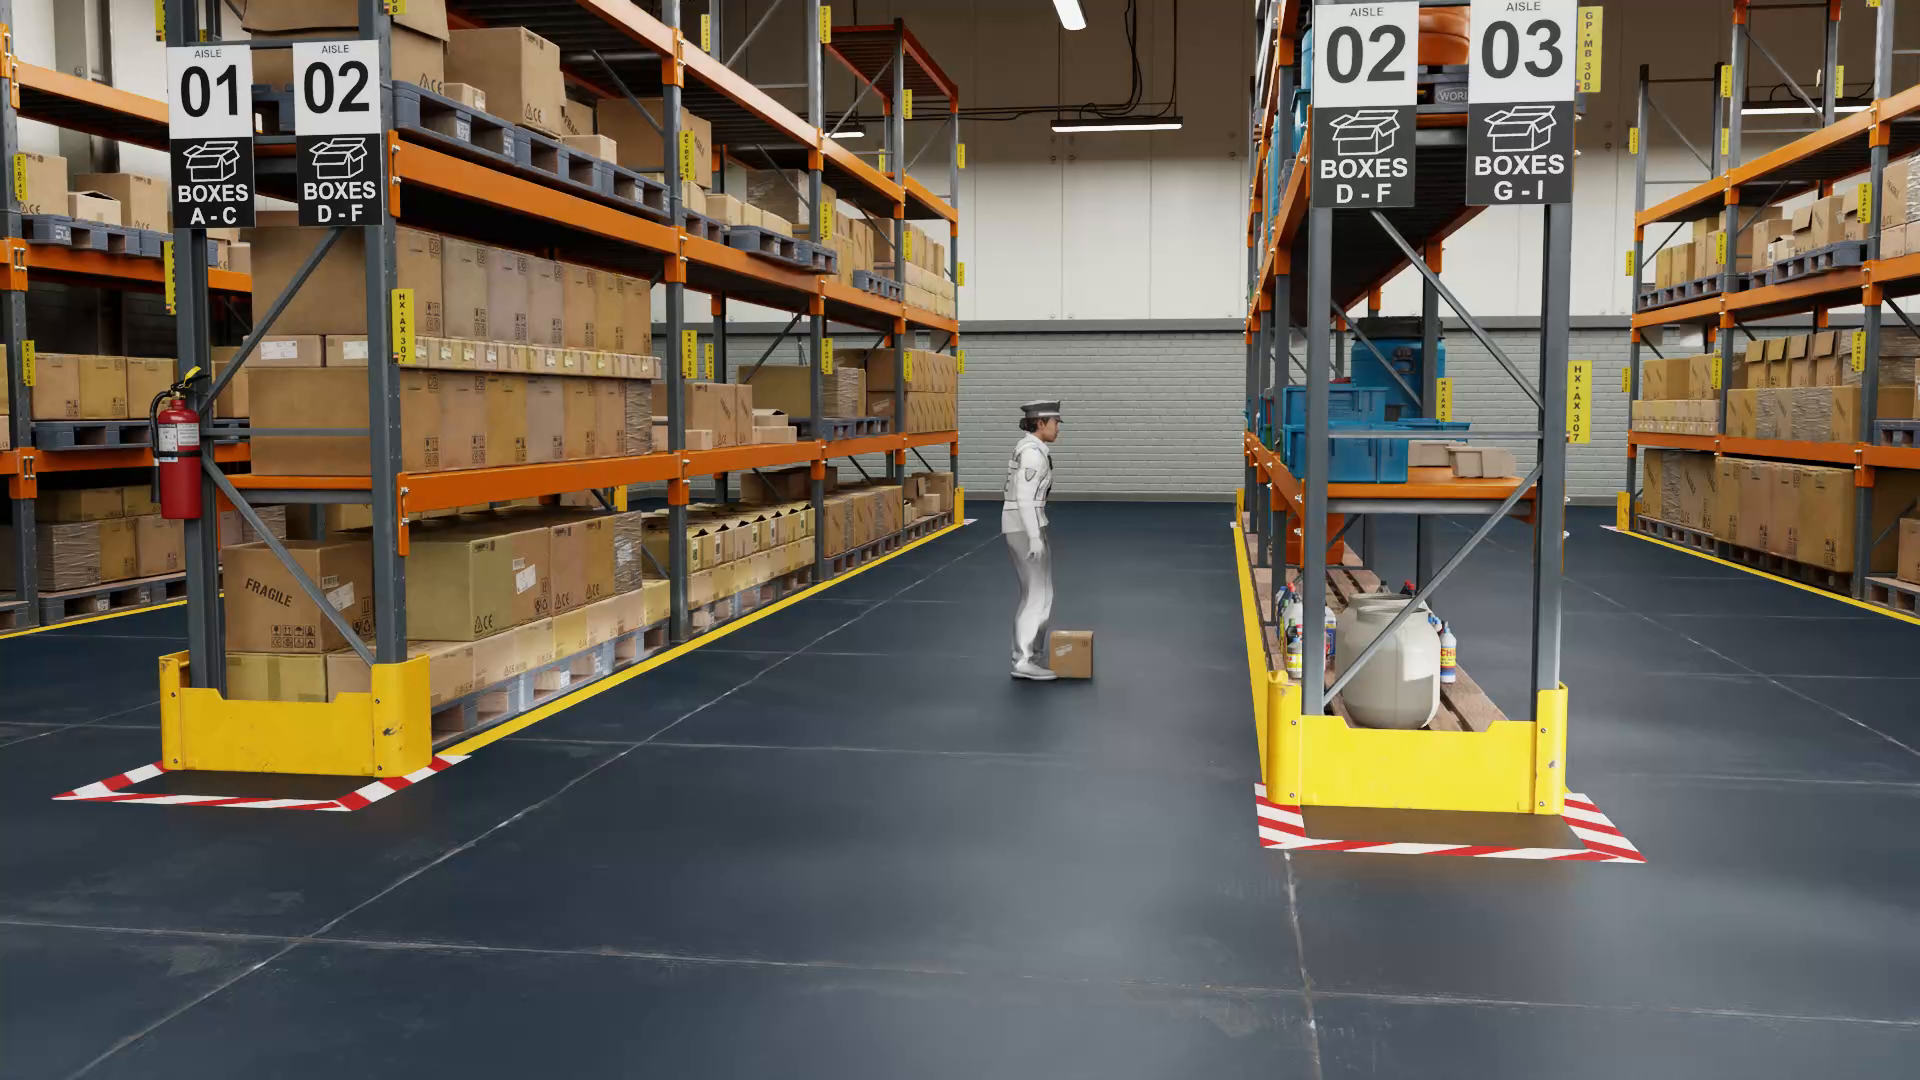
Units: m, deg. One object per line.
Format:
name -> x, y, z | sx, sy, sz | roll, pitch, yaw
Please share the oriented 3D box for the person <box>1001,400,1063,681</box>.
person -> 0.456, -0.013, 10.057 | 0.415, 1.661, 0.540 | 0, 5, 5
